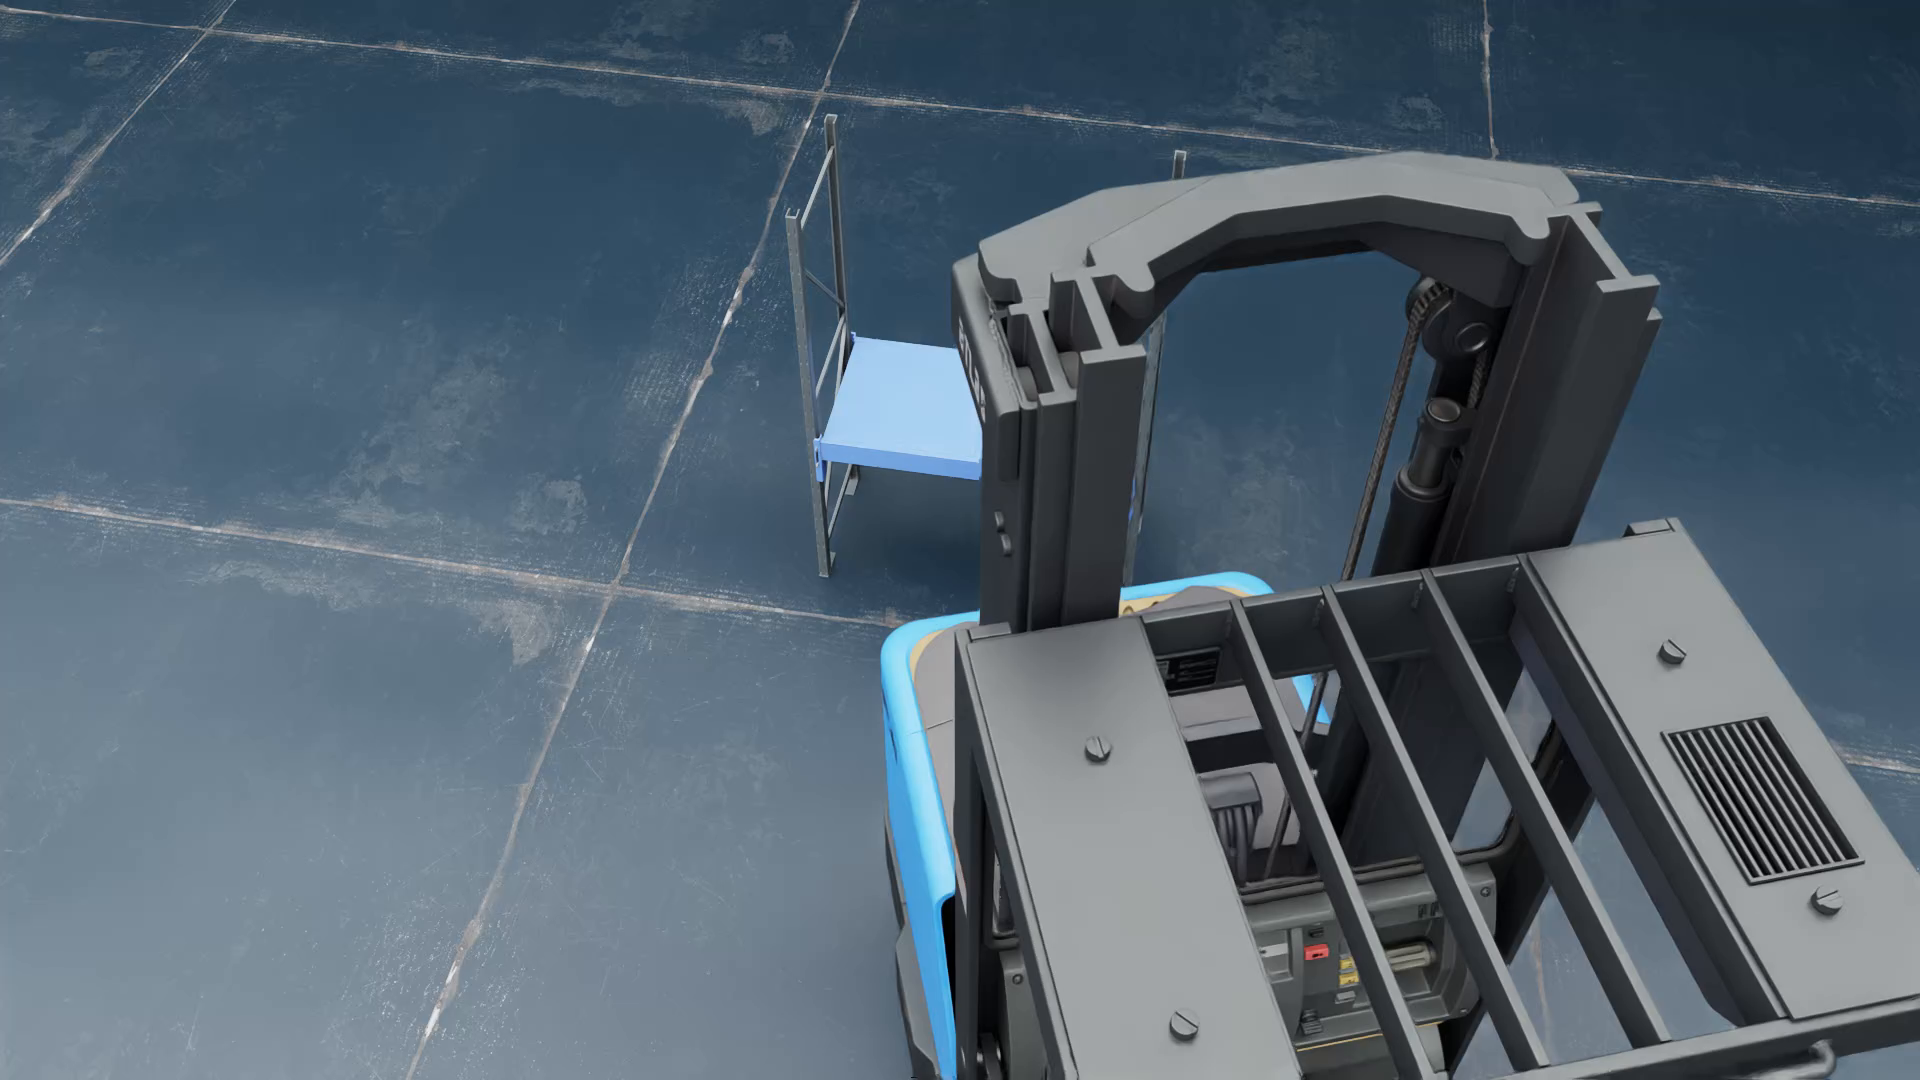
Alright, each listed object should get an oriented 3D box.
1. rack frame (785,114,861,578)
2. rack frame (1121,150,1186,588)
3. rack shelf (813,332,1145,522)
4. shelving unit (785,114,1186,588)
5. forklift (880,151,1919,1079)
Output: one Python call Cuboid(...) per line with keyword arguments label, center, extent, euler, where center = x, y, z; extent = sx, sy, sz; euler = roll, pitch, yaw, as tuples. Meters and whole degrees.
Cuboid(label="rack frame", center=(-0.416, -0.557, 5.242), extent=(0.032, 1.500, 0.500), euler=(8, 49, 7))
Cuboid(label="rack frame", center=(0.584, -0.423, 5.122), extent=(0.032, 1.500, 0.500), euler=(8, 49, 7))
Cuboid(label="rack shelf", center=(0.084, -0.370, 5.316), extent=(1.000, 0.185, 0.538), euler=(8, 49, 7))
Cuboid(label="shelving unit", center=(0.084, -0.490, 5.182), extent=(1.048, 1.500, 0.538), euler=(8, 49, 7))
Cuboid(label="forklift", center=(0.583, 0.954, 2.922), extent=(1.130, 2.935, 3.031), euler=(-9, 49, -8))
